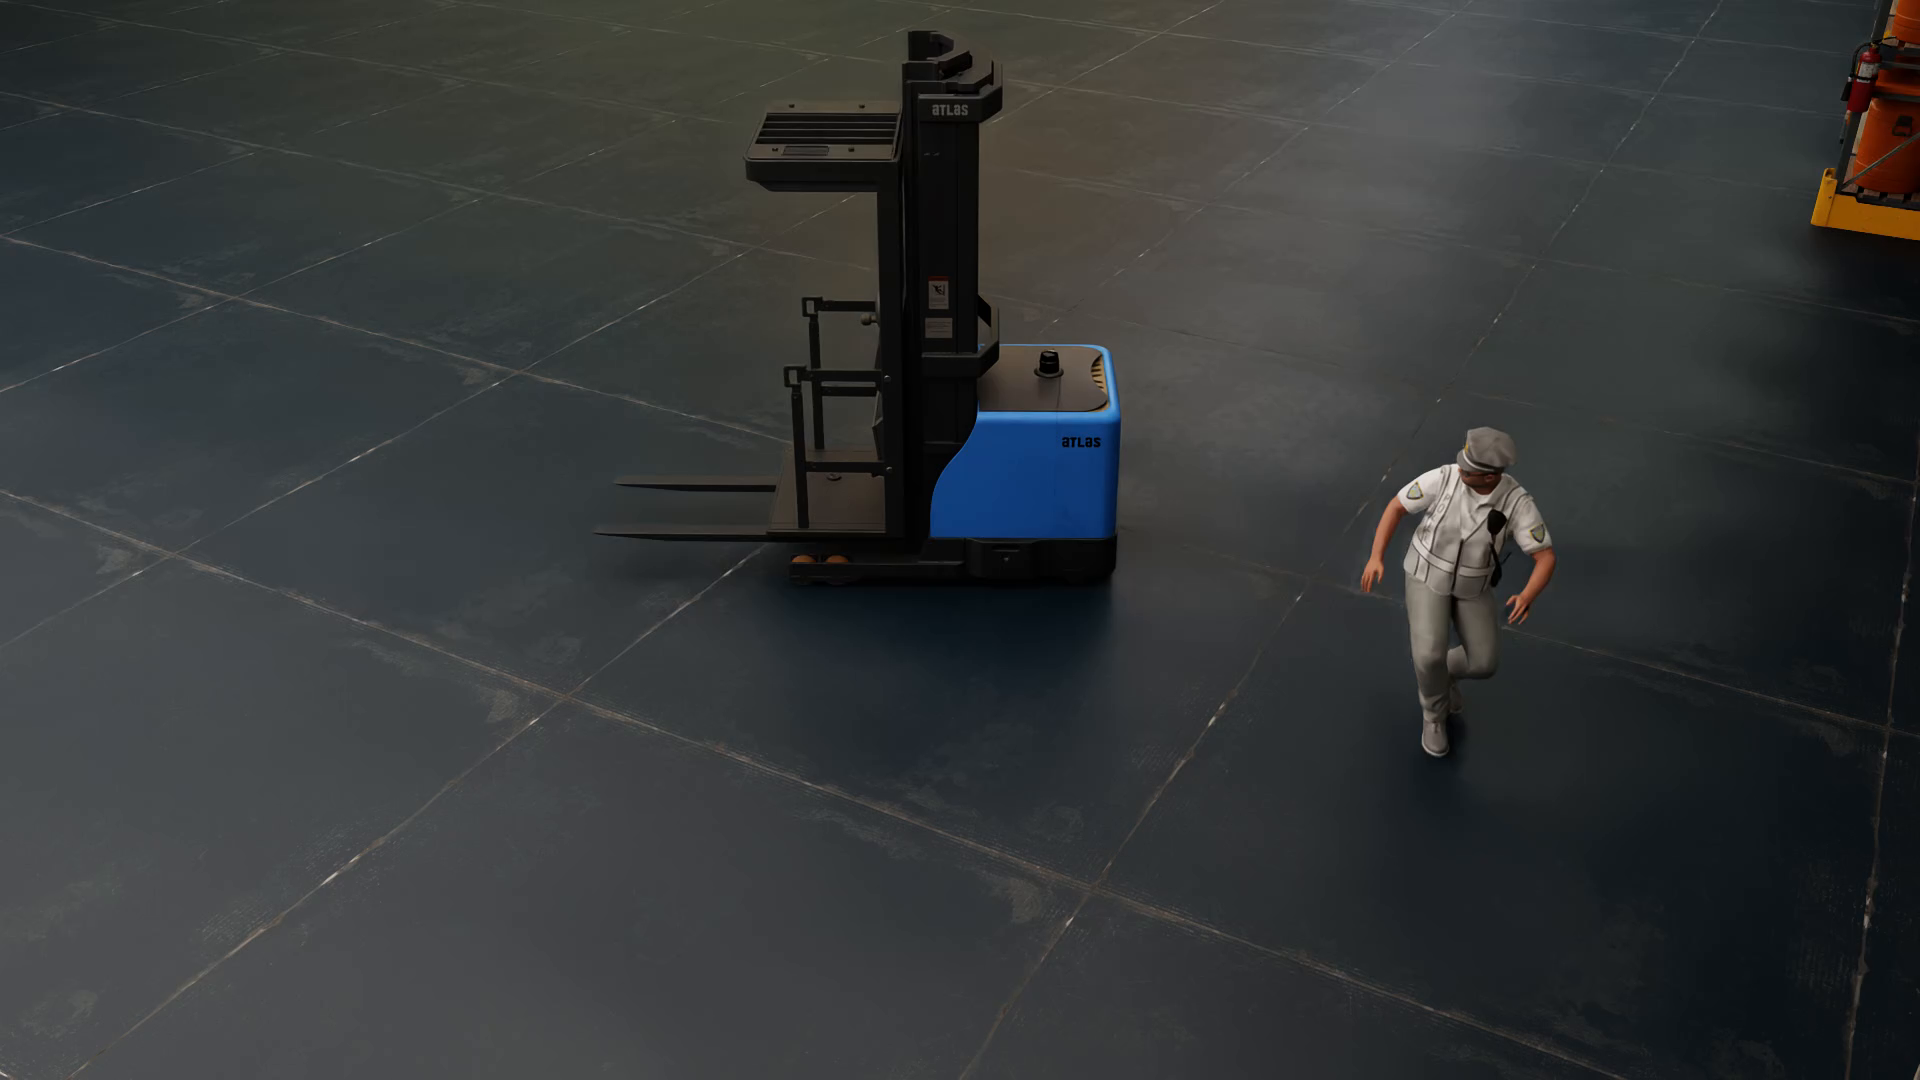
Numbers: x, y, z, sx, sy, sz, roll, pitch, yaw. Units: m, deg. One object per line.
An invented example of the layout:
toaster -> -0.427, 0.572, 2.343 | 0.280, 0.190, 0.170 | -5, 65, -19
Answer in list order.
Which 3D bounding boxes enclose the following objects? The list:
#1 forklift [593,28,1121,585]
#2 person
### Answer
forklift -> -0.610, -1.275, 9.279 | 3.031, 2.935, 1.130 | 0, 30, 1
person -> 2.349, 0.249, 7.931 | 0.862, 1.646, 0.819 | 4, 30, 7
